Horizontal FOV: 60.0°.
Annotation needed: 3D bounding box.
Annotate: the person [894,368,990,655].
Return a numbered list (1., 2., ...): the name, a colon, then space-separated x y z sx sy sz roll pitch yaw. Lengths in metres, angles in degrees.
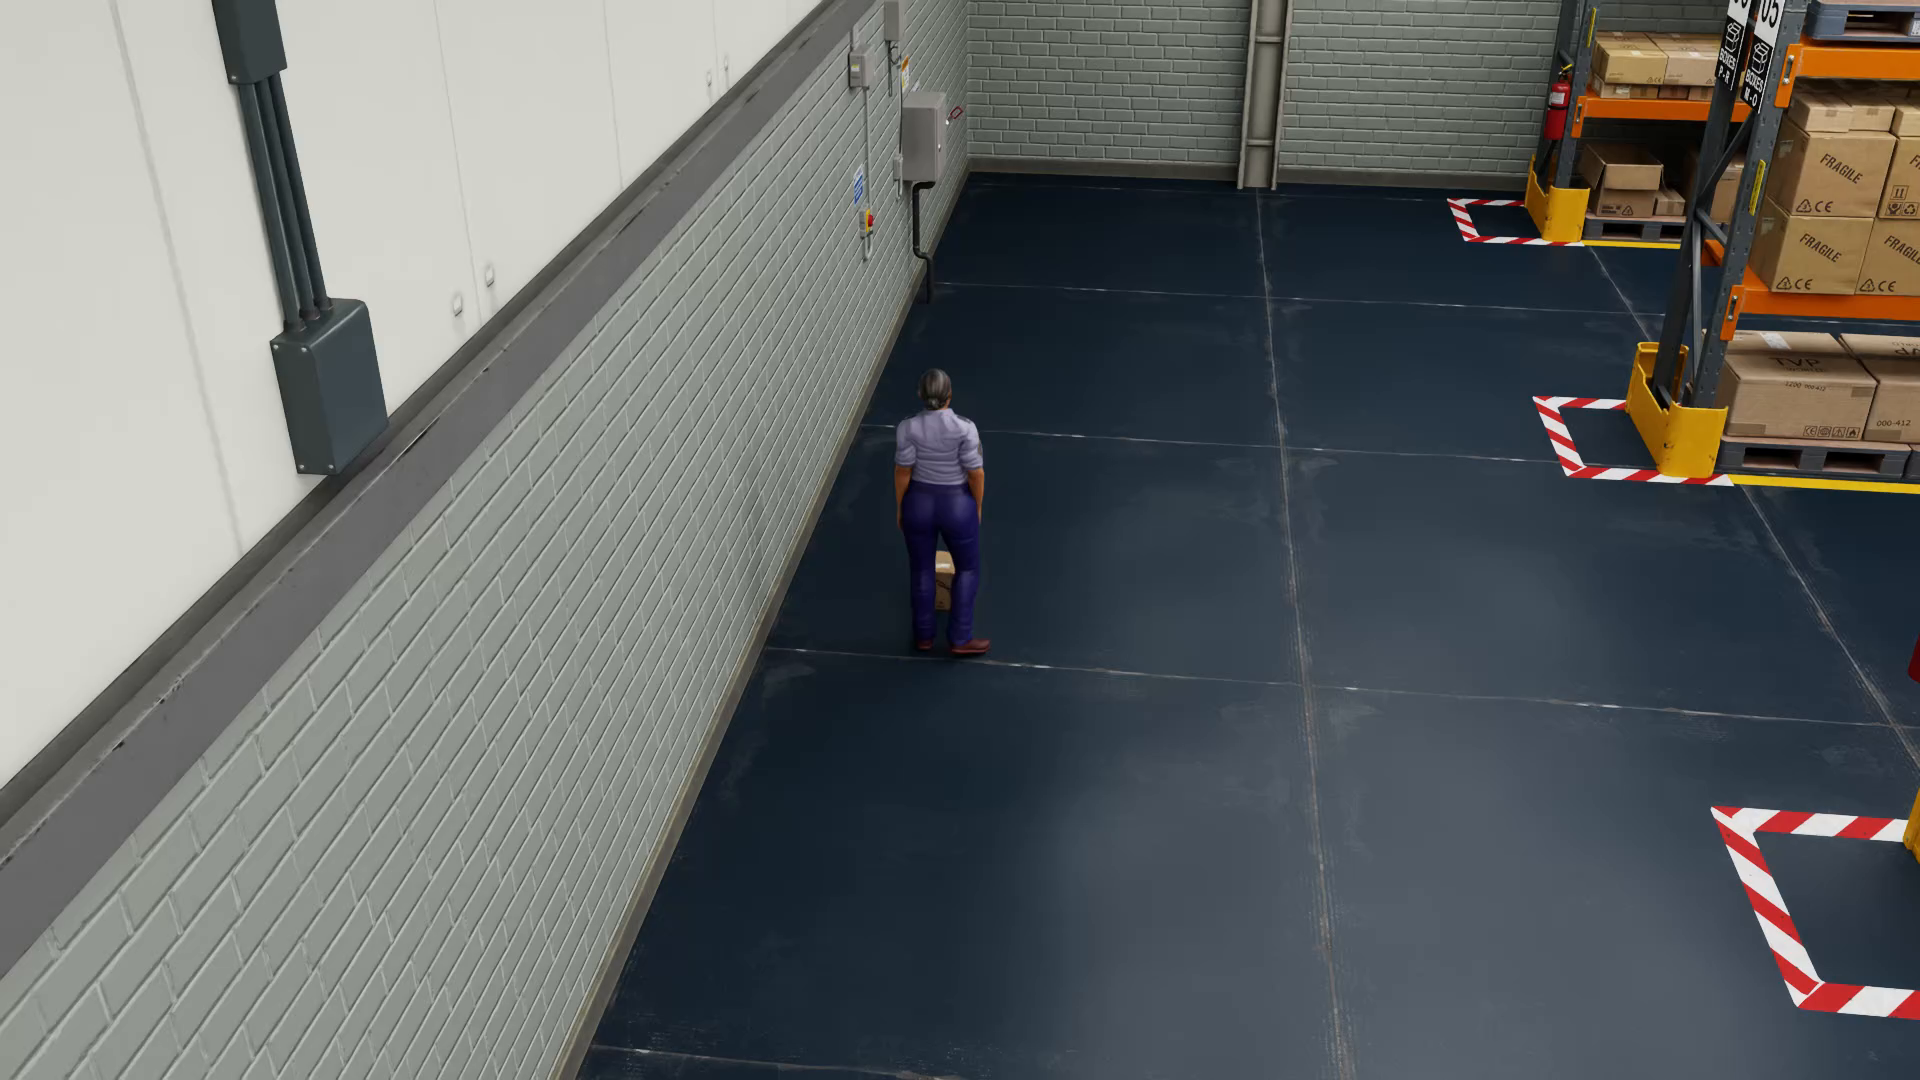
1. person: -0.089 -0.137 8.895 0.517 1.672 0.377 3 29 6
